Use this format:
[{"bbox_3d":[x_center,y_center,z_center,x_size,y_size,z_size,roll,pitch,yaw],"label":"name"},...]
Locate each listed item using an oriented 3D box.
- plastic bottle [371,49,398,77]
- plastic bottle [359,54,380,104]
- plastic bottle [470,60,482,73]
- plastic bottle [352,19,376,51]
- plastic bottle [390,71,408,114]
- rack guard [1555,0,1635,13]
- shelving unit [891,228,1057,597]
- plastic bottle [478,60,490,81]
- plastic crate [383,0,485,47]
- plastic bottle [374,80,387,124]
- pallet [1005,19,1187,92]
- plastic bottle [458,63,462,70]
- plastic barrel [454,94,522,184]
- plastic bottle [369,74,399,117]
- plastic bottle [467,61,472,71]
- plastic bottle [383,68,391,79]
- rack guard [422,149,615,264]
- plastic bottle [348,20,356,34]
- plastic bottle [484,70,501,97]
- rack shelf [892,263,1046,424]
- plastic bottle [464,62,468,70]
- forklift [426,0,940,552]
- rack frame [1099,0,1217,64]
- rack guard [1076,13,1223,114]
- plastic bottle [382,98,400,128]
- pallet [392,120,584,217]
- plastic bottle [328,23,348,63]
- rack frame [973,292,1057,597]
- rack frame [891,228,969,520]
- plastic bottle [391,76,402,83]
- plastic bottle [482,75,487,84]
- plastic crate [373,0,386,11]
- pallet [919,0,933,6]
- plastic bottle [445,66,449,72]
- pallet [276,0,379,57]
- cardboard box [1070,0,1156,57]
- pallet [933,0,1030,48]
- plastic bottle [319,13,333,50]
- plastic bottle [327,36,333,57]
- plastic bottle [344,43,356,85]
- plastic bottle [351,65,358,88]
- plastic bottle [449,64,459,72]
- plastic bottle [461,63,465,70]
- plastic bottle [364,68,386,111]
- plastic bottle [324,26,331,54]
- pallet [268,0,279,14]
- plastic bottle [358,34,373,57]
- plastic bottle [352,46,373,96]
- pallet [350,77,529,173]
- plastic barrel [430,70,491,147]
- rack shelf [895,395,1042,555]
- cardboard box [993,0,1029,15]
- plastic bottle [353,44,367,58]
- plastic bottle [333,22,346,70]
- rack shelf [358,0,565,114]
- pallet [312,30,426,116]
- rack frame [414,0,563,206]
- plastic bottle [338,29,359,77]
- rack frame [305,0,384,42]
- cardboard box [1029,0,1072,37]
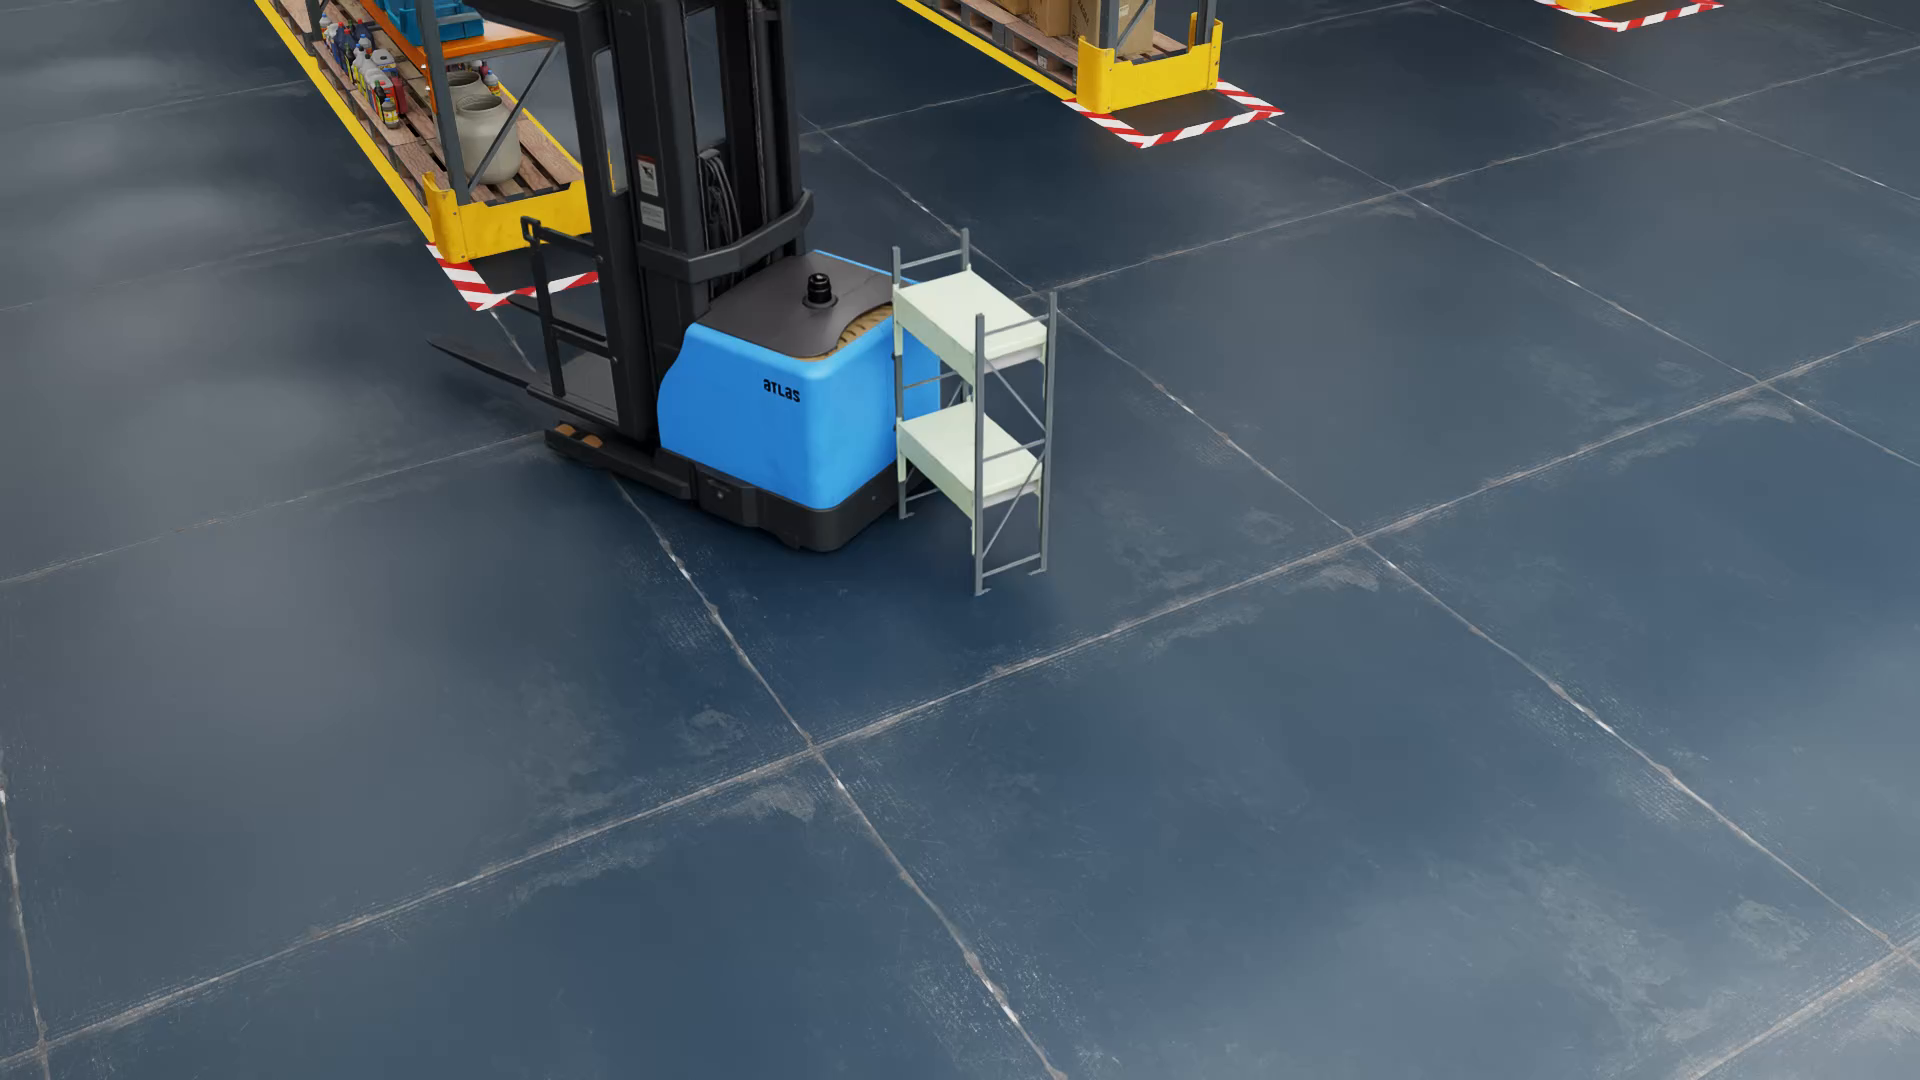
[{"bbox_3d":[-4.315,-3.533,12.480,0.152,0.276,0.135,-19,40,-24],"label":"plastic bottle"},{"bbox_3d":[-4.337,-3.411,12.250,0.144,0.351,0.185,-17,40,-22],"label":"plastic bottle"},{"bbox_3d":[-3.589,-3.473,12.403,0.097,0.271,0.097,0,36,0],"label":"plastic bottle"},{"bbox_3d":[-4.614,-3.862,12.867,0.144,0.351,0.185,-19,40,-24],"label":"plastic bottle"},{"bbox_3d":[-4.089,-3.262,12.103,0.061,0.283,0.133,-19,40,-24],"label":"plastic bottle"},{"bbox_3d":[5.858,-5.070,14.768,1.175,0.500,0.348,-19,40,-24],"label":"rack guard"},{"bbox_3d":[0.053,-0.586,7.780,0.431,1.500,0.755,-19,40,-25],"label":"shelving unit"},{"bbox_3d":[-3.515,-3.424,12.325,0.061,0.283,0.133,-18,40,-23],"label":"plastic bottle"},{"bbox_3d":[-3.286,-3.312,10.368,0.499,0.251,0.616,-19,40,-24],"label":"plastic crate"},{"bbox_3d":[-4.152,-3.147,11.946,0.061,0.283,0.133,-18,40,-23],"label":"plastic bottle"},{"bbox_3d":[1.091,-4.011,13.563,1.003,0.211,1.213,-19,40,-24],"label":"pallet"},{"bbox_3d":[-3.793,-3.652,12.706,0.097,0.201,0.097,0,36,0],"label":"plastic bottle"},{"bbox_3d":[-3.173,-2.684,11.135,0.421,0.512,0.421,0,36,0],"label":"plastic barrel"},{"bbox_3d":[-4.181,-3.227,12.061,0.152,0.276,0.135,-19,40,-24],"label":"plastic bottle"},{"bbox_3d":[-3.640,-3.524,12.473,0.097,0.271,0.097,0,36,0],"label":"plastic bottle"},{"bbox_3d":[-4.254,-3.409,12.374,0.097,0.201,0.097,0,36,0],"label":"plastic bottle"},{"bbox_3d":[-2.855,-2.221,10.867,1.175,0.500,0.348,-19,40,-24],"label":"rack guard"},{"bbox_3d":[-4.727,-3.909,12.989,0.061,0.283,0.133,-19,40,-24],"label":"plastic bottle"},{"bbox_3d":[-3.417,-3.299,12.163,0.097,0.271,0.097,0,36,0],"label":"plastic bottle"},{"bbox_3d":[0.053,-0.901,7.550,0.431,0.370,0.720,-19,40,-25],"label":"rack shelf"},{"bbox_3d":[-3.690,-3.547,12.562,0.097,0.201,0.097,0,36,0],"label":"plastic bottle"},{"bbox_3d":[-1.591,-1.802,8.232,3.031,2.935,1.130,22,41,27],"label":"forklift"},{"bbox_3d":[1.507,-4.674,12.106,1.000,3.000,0.127,-19,40,-24],"label":"rack frame"},{"bbox_3d":[1.468,-3.703,12.896,1.175,0.500,0.348,-19,40,-24],"label":"rack guard"},{"bbox_3d":[-4.078,-3.060,11.896,0.097,0.201,0.097,0,36,0],"label":"plastic bottle"},{"bbox_3d":[-3.258,-2.520,11.522,1.003,0.211,1.213,-19,40,-24],"label":"pallet"},{"bbox_3d":[-4.818,-3.874,12.948,0.152,0.276,0.135,-17,40,-22],"label":"plastic bottle"},{"bbox_3d":[0.241,-0.400,7.527,0.400,1.500,0.023,-19,40,-25],"label":"rack frame"},{"bbox_3d":[-0.135,-0.771,8.034,0.400,1.500,0.023,-19,40,-25],"label":"rack frame"},{"bbox_3d":[-4.152,-3.314,12.244,0.097,0.201,0.097,0,36,0],"label":"plastic bottle"},{"bbox_3d":[-3.469,-3.323,12.256,0.097,0.201,0.097,0,36,0],"label":"plastic bottle"},{"bbox_3d":[-3.607,-3.645,10.824,0.499,0.251,0.408,-19,40,-24],"label":"plastic crate"},{"bbox_3d":[-0.135,-5.255,15.266,1.003,0.211,1.213,-19,40,-24],"label":"pallet"},{"bbox_3d":[-3.968,-3.705,12.710,0.061,0.283,0.133,-19,40,-24],"label":"plastic bottle"},{"bbox_3d":[-5.214,-4.509,14.244,1.003,0.211,1.213,-19,40,-24],"label":"pallet"},{"bbox_3d":[1.207,-4.157,13.162,0.500,0.500,0.500,-12,38,-16],"label":"cardboard box"},{"bbox_3d":[0.482,-4.632,14.414,1.003,0.211,1.213,-19,40,-24],"label":"pallet"},{"bbox_3d":[-5.004,-4.029,13.164,0.097,0.271,0.097,0,36,0],"label":"plastic bottle"},{"bbox_3d":[-4.902,-3.897,13.042,0.097,0.201,0.097,0,36,0],"label":"plastic bottle"},{"bbox_3d":[-4.597,-3.599,12.564,0.061,0.283,0.133,-17,39,-22],"label":"plastic bottle"},{"bbox_3d":[-4.522,-3.511,12.514,0.097,0.201,0.097,0,36,0],"label":"plastic bottle"},{"bbox_3d":[-3.876,-3.734,12.755,0.152,0.276,0.135,-18,40,-23],"label":"plastic bottle"},{"bbox_3d":[-3.742,-3.628,12.614,0.097,0.271,0.097,0,36,0],"label":"plastic bottle"},{"bbox_3d":[-4.250,-3.298,12.158,0.152,0.276,0.135,-20,41,-25],"label":"plastic bottle"},{"bbox_3d":[-4.953,-3.949,13.113,0.097,0.201,0.097,0,36,0],"label":"plastic bottle"},{"bbox_3d":[-5.831,-5.131,15.097,1.003,0.211,1.213,-19,40,-24],"label":"pallet"},{"bbox_3d":[-4.561,-3.749,12.780,0.097,0.271,0.097,0,36,0],"label":"plastic bottle"},{"bbox_3d":[-4.430,-3.506,12.380,0.144,0.351,0.185,-19,40,-24],"label":"plastic bottle"},{"bbox_3d":[-3.867,-3.142,12.373,1.003,0.211,1.213,-19,40,-24],"label":"pallet"},{"bbox_3d":[-3.424,-2.939,11.485,0.421,0.512,0.421,0,36,0],"label":"plastic barrel"},{"bbox_3d":[0.053,-0.322,7.973,0.431,0.370,0.720,-19,40,-25],"label":"rack shelf"},{"bbox_3d":[0.579,-4.777,14.010,0.500,0.500,0.500,-15,39,-20],"label":"cardboard box"},{"bbox_3d":[-4.538,-3.627,12.613,0.097,0.271,0.097,0,36,0],"label":"plastic bottle"},{"bbox_3d":[-4.739,-3.819,12.809,0.144,0.351,0.185,-18,40,-23],"label":"plastic bottle"},{"bbox_3d":[-3.781,-3.935,11.705,1.077,0.370,4.000,-19,40,-24],"label":"rack shelf"},{"bbox_3d":[-4.484,-3.765,13.226,1.003,0.211,1.213,-19,40,-24],"label":"pallet"},{"bbox_3d":[-2.776,-3.206,10.096,1.000,3.000,0.127,-19,40,-24],"label":"rack frame"},{"bbox_3d":[-4.644,-3.723,12.677,0.144,0.351,0.185,-21,41,-26],"label":"plastic bottle"},{"bbox_3d":[-4.785,-5.246,12.889,1.000,3.000,0.127,-19,40,-24],"label":"rack frame"},{"bbox_3d":[0.877,-4.452,13.565,0.500,0.500,0.500,-9,37,-12],"label":"cardboard box"}]
